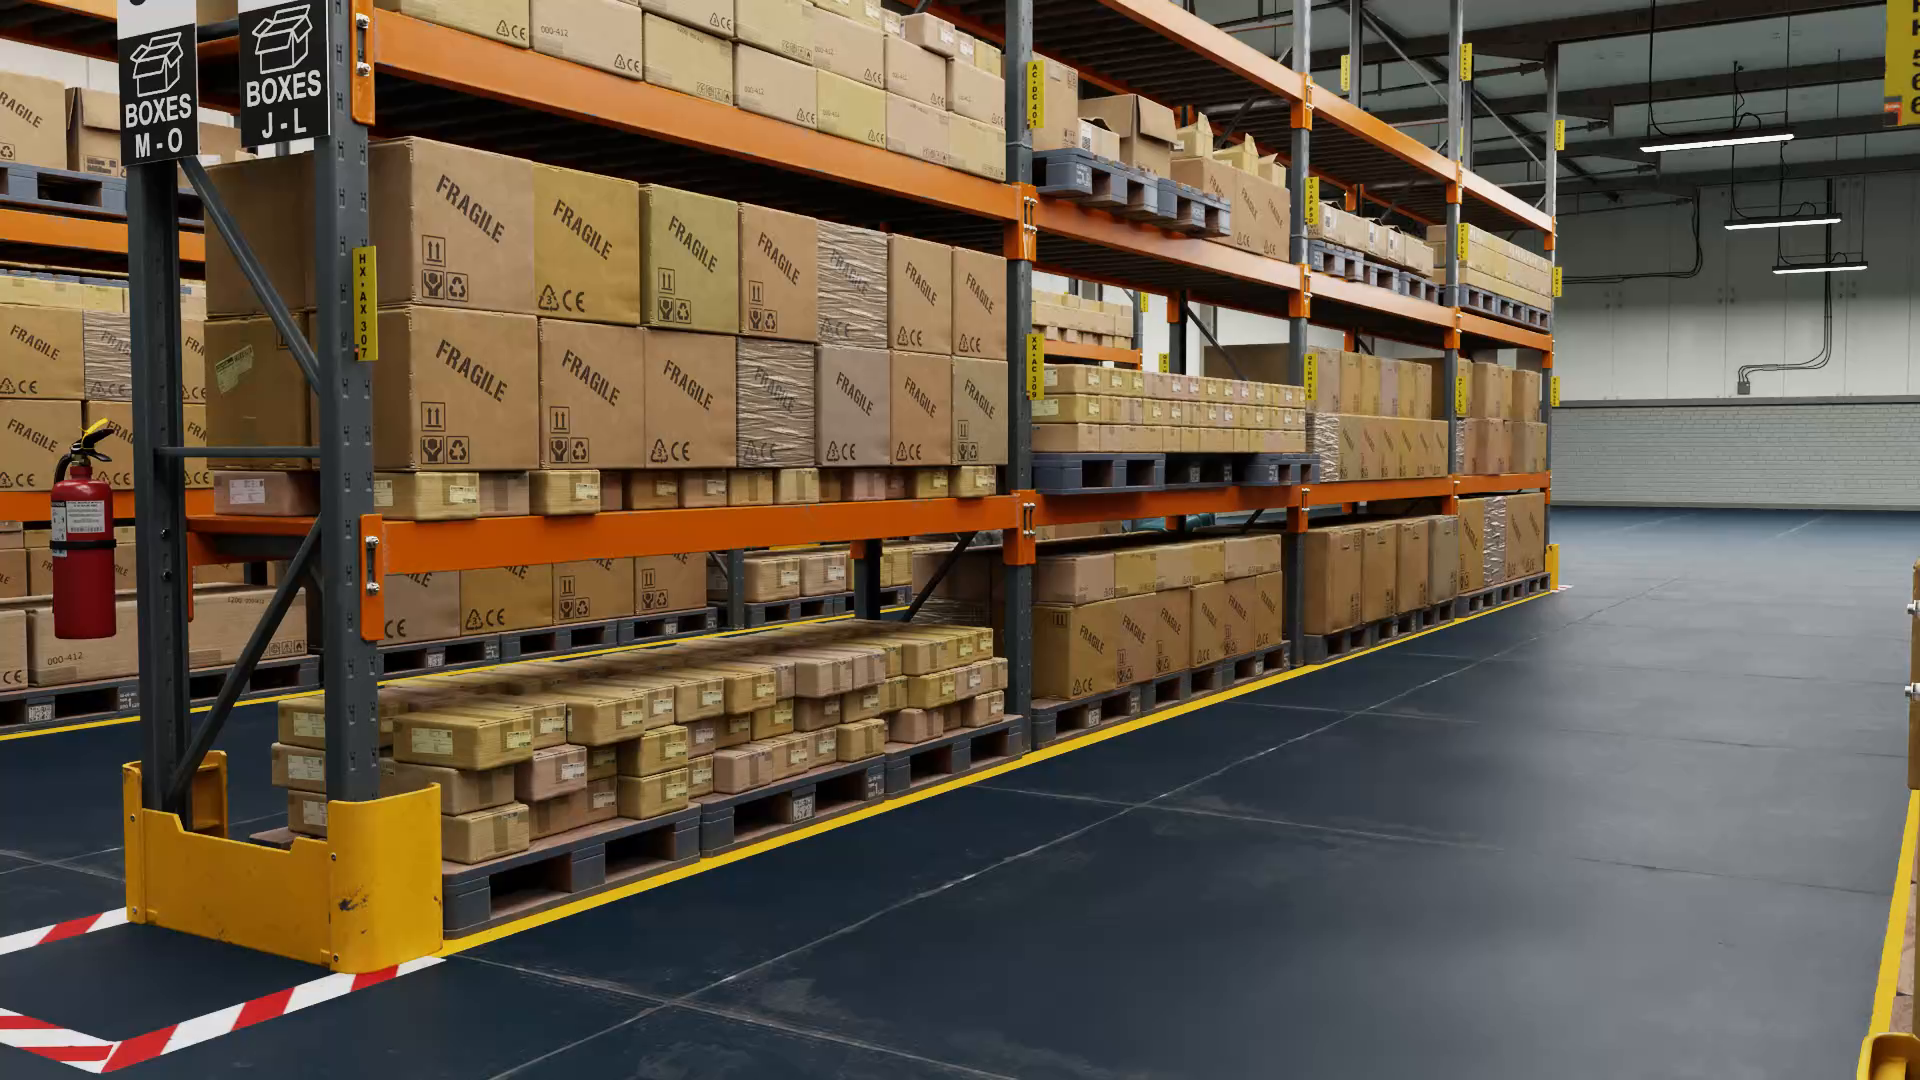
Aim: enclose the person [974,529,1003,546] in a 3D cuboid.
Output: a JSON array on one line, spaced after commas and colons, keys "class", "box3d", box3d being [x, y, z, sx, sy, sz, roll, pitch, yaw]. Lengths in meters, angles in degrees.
[{"class": "person", "box3d": [0.319, -0.098, 14.965, 0.529, 1.664, 0.372, 2, 3, 31]}]
